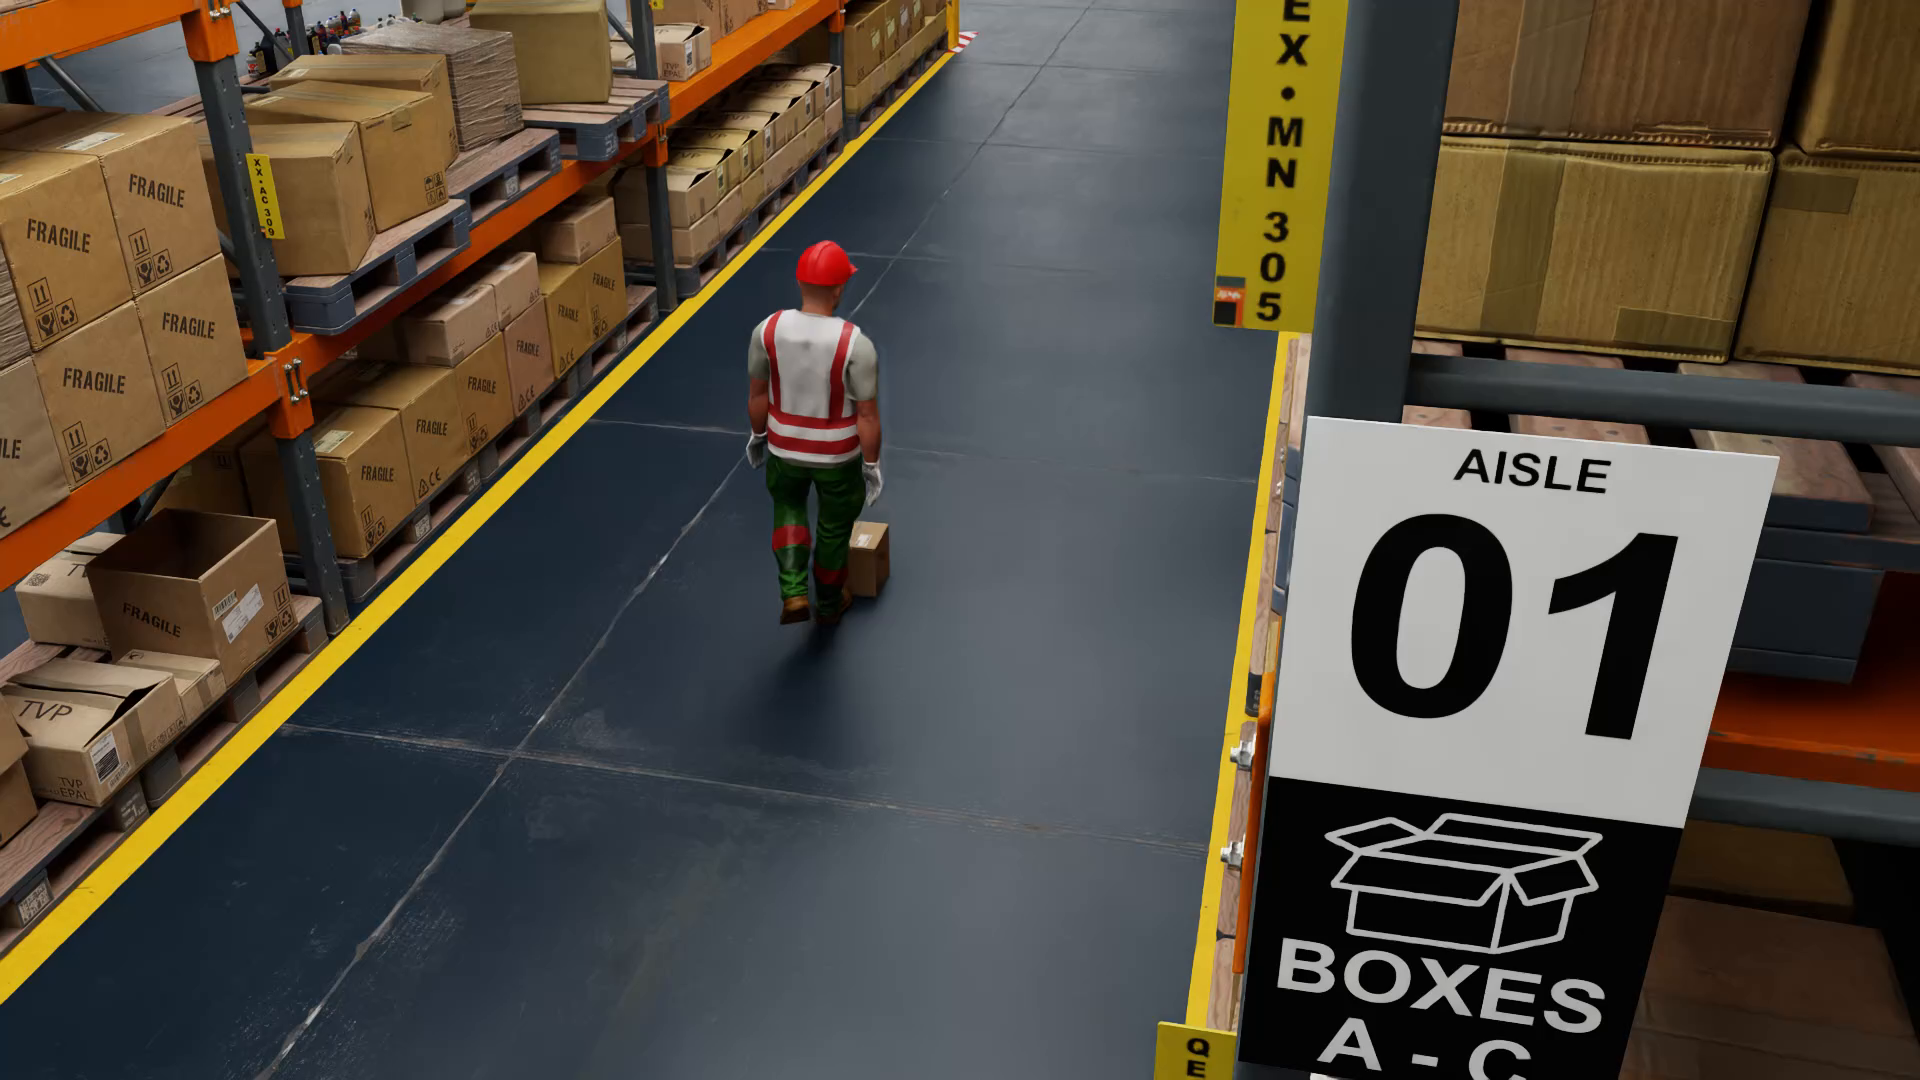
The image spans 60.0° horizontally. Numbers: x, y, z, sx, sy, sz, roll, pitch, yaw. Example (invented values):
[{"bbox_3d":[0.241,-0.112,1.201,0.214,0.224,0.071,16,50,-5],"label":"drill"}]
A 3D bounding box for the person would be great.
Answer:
[{"bbox_3d":[-0.572,-0.396,6.835,0.607,1.777,0.601,6,29,12],"label":"person"}]
